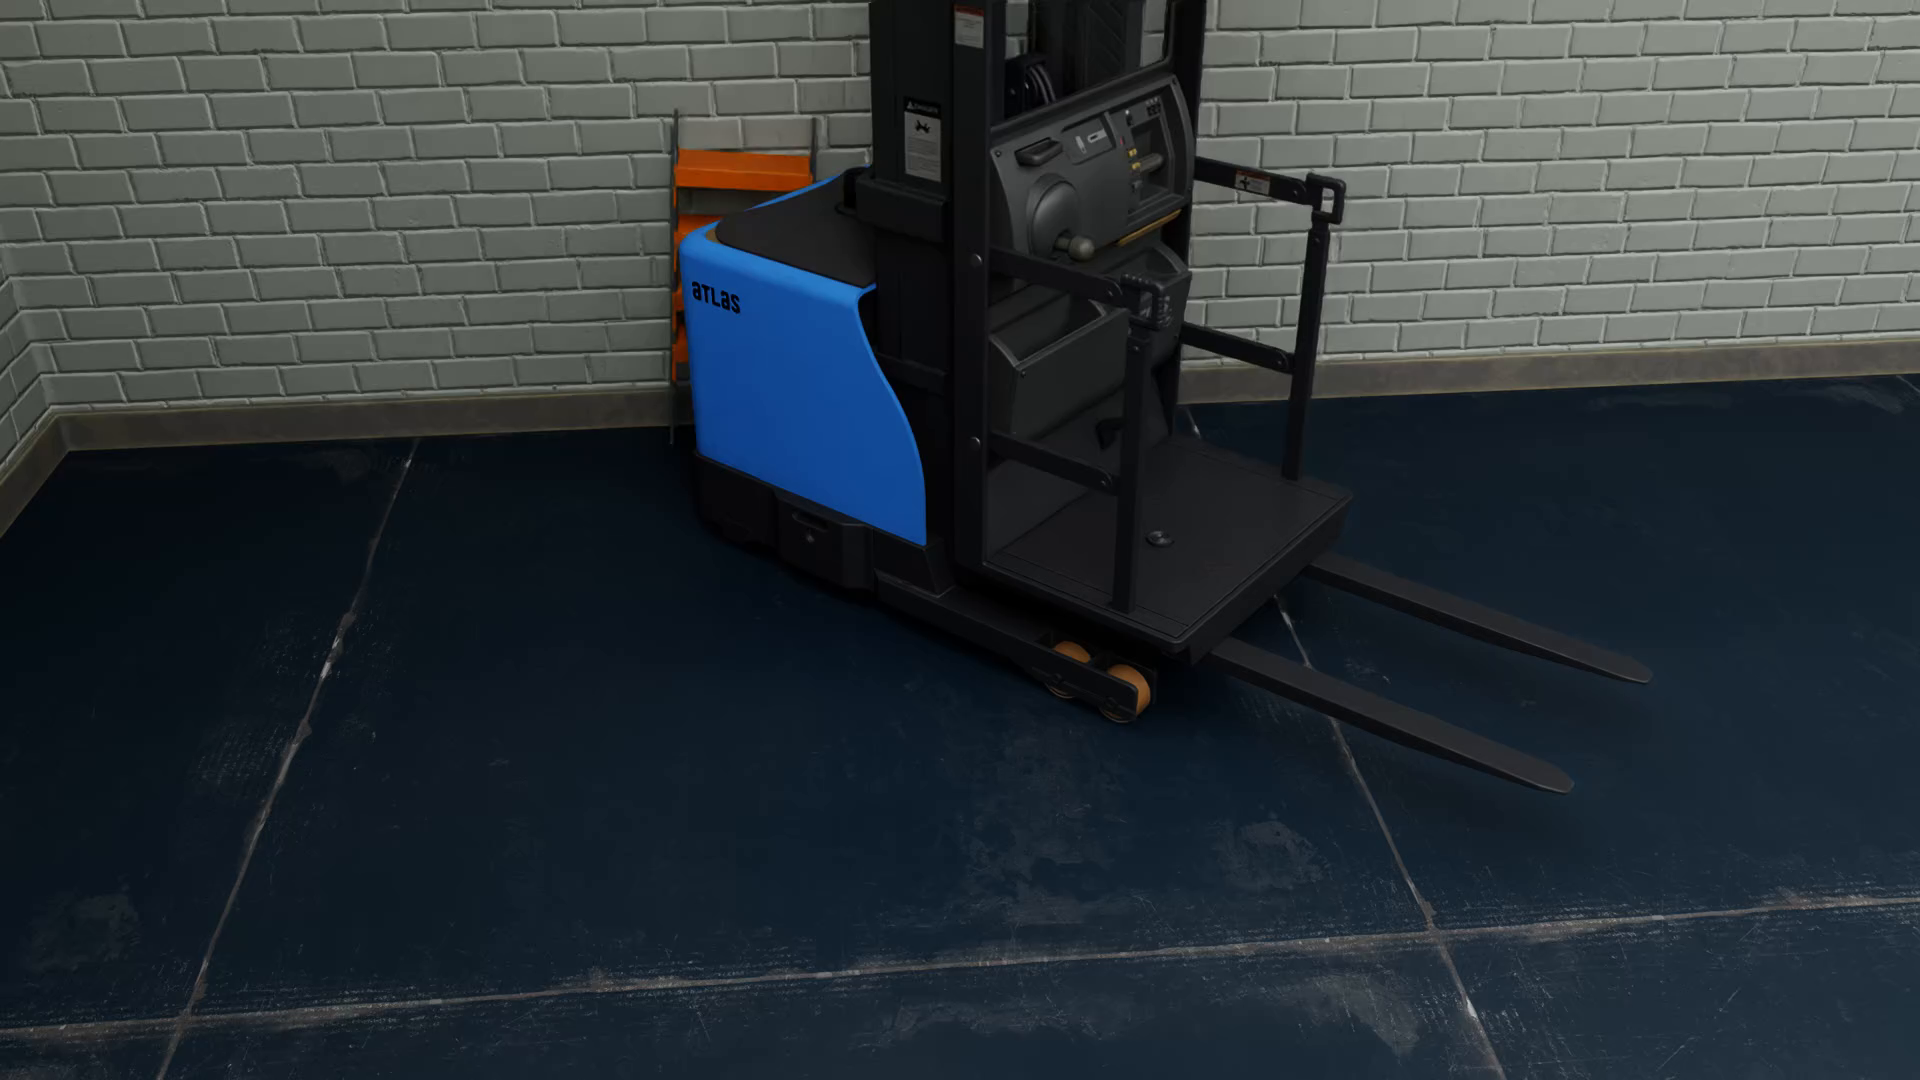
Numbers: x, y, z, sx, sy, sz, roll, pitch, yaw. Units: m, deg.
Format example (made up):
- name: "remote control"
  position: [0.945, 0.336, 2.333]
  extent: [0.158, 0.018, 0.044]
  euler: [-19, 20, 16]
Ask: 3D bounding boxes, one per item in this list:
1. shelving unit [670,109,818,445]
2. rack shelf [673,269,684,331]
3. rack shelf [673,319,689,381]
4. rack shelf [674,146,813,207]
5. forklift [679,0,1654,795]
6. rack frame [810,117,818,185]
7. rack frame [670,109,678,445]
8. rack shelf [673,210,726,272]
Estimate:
- name: "shelving unit"
  position: [-0.801, -0.934, 6.094]
  extent: [0.503, 1.200, 0.258]
  euler: [2, 28, -7]
- name: "rack shelf"
  position: [-0.807, -0.875, 6.125]
  extent: [0.480, 0.148, 0.258]
  euler: [2, 28, -7]
- name: "rack shelf"
  position: [-0.824, -0.701, 6.218]
  extent: [0.480, 0.148, 0.258]
  euler: [2, 28, -7]
- name: "rack shelf"
  position: [-0.768, -1.280, 5.910]
  extent: [0.480, 0.148, 0.258]
  euler: [2, 28, -7]
- name: "forklift"
  position: [0.559, -1.034, 4.623]
  extent: [3.031, 2.935, 1.130]
  euler: [22, 37, 32]
- name: "rack frame"
  position: [-0.559, -0.928, 6.125]
  extent: [0.015, 1.200, 0.240]
  euler: [2, 28, -7]
- name: "rack frame"
  position: [-1.043, -0.941, 6.063]
  extent: [0.015, 1.200, 0.240]
  euler: [2, 28, -7]
- name: "rack shelf"
  position: [-0.788, -1.072, 6.021]
  extent: [0.480, 0.148, 0.258]
  euler: [2, 28, -7]
